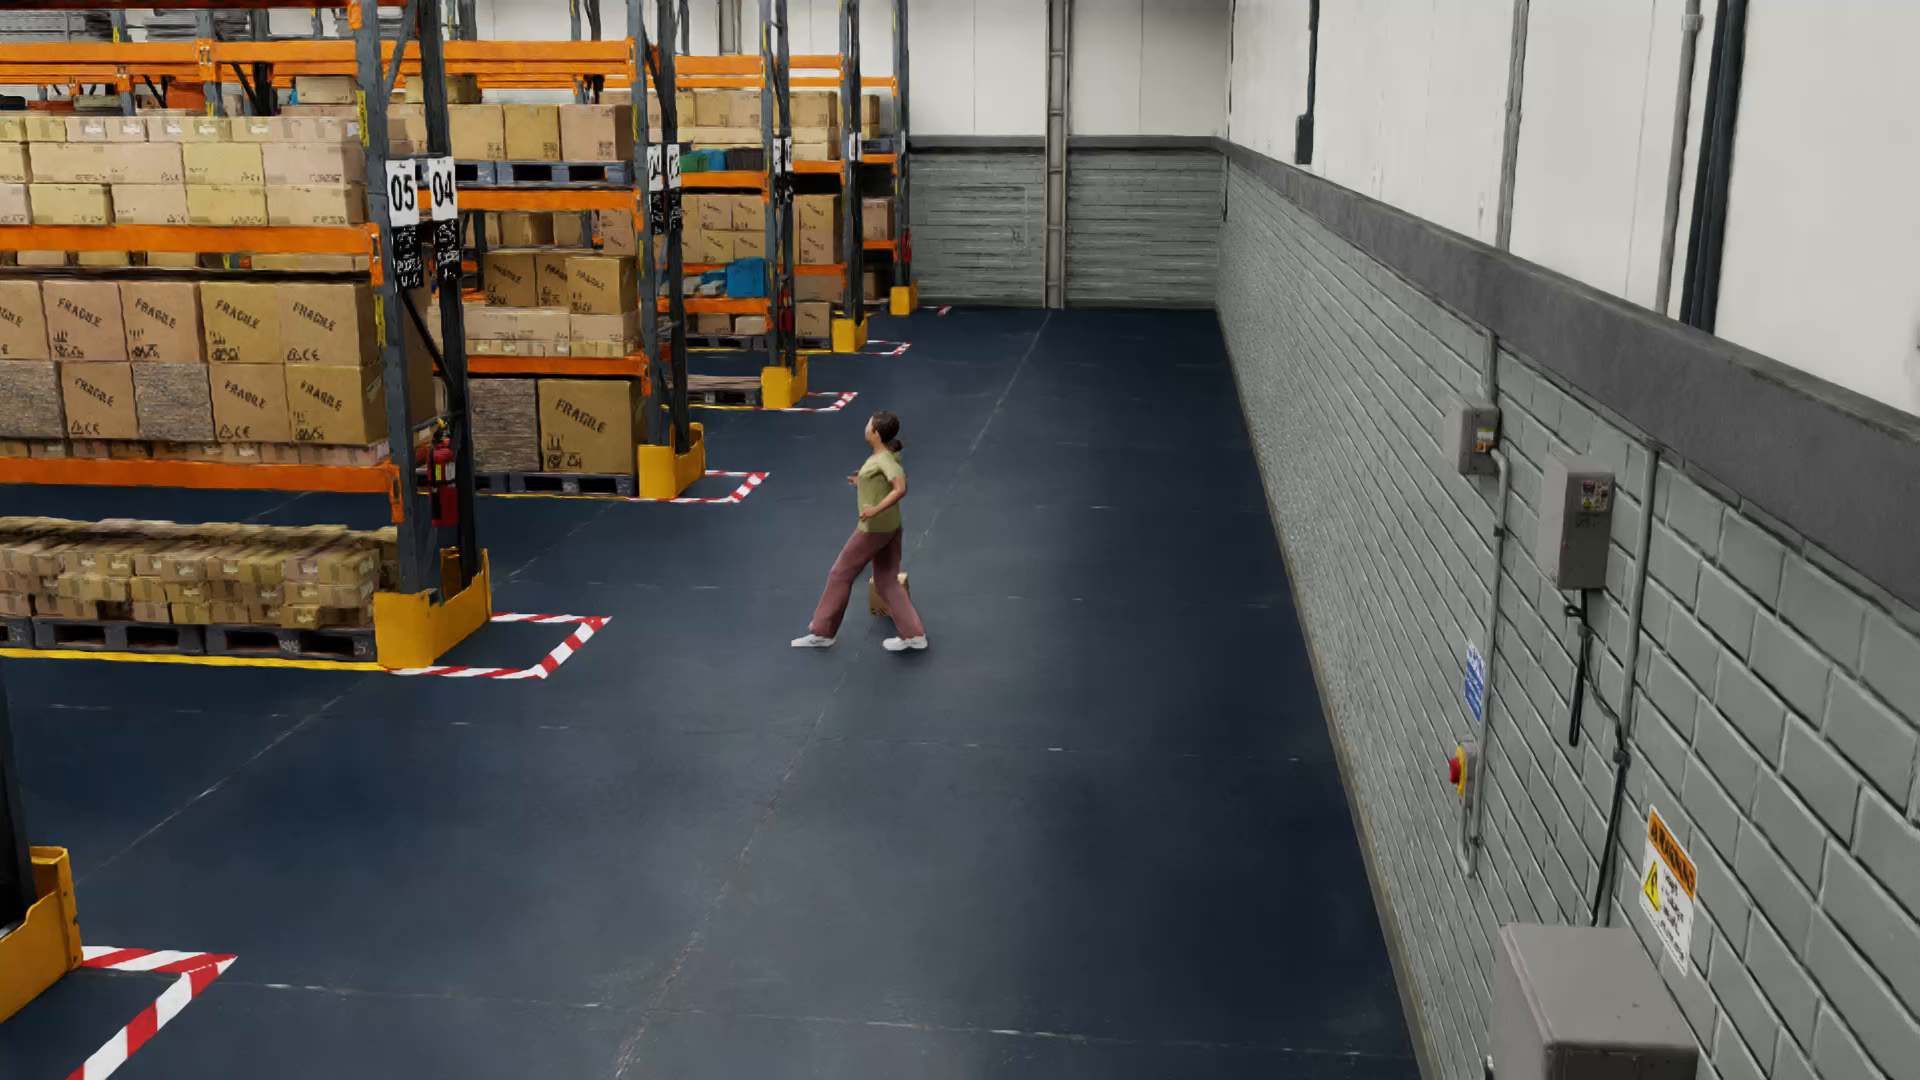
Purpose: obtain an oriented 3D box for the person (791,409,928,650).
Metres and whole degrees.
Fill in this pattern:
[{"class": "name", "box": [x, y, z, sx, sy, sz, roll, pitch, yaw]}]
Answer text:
[{"class": "person", "box": [-0.619, -0.073, 11.122, 0.928, 1.592, 0.589, 5, 15, 18]}]
